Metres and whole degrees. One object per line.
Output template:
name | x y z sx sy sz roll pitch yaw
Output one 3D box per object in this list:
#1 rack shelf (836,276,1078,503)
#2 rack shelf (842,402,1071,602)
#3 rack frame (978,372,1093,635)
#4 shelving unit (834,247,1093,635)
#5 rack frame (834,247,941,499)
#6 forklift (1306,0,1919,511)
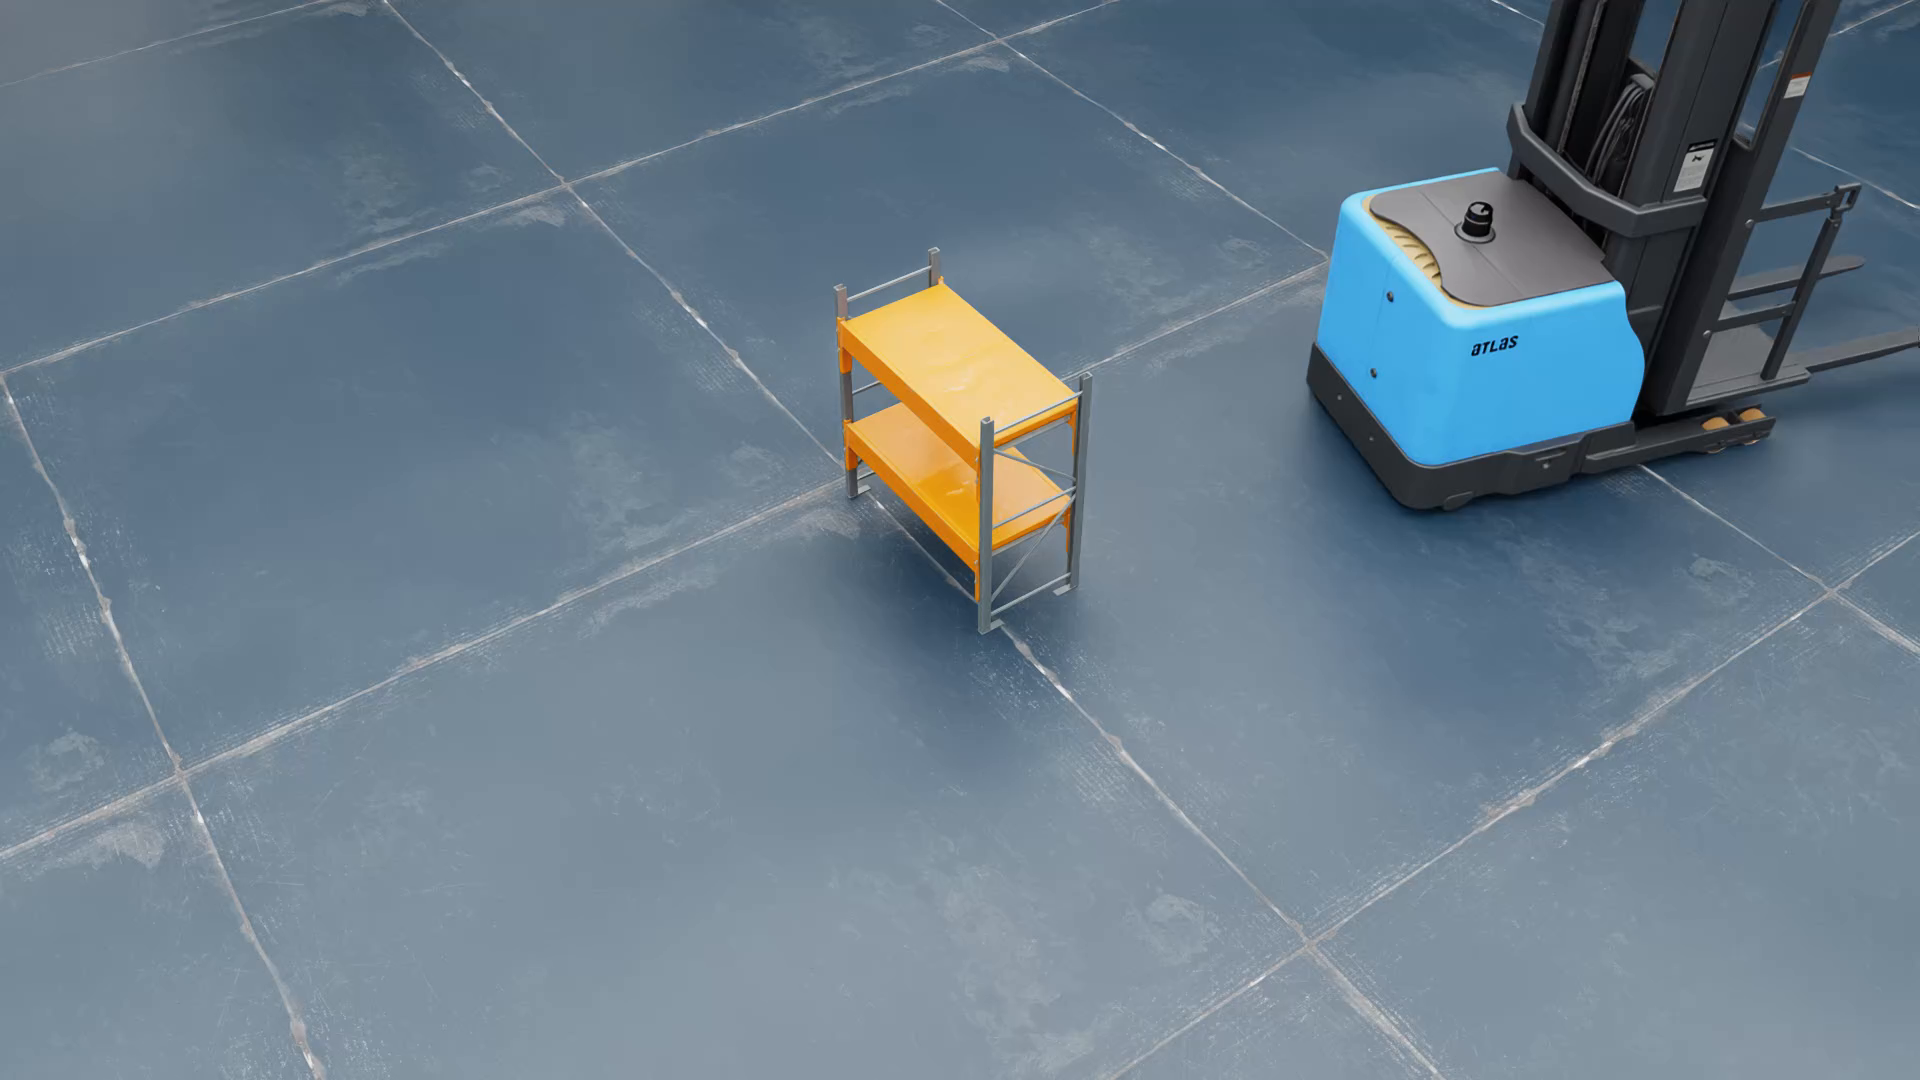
rack shelf | -0.004 -0.622 6.654 0.538 0.278 1.000 -26 49 -24
rack shelf | -0.004 -0.234 7.025 0.538 0.278 1.000 -26 49 -24
rack frame | 0.287 -0.123 6.555 0.500 1.125 0.032 -26 49 -24
shelving unit | -0.004 -0.411 6.857 0.538 1.125 1.048 -26 49 -24
rack frame | -0.295 -0.699 7.158 0.500 1.125 0.032 -26 49 -24
forklift | 3.226 -1.794 6.998 3.031 2.935 1.130 -13 45 -13
